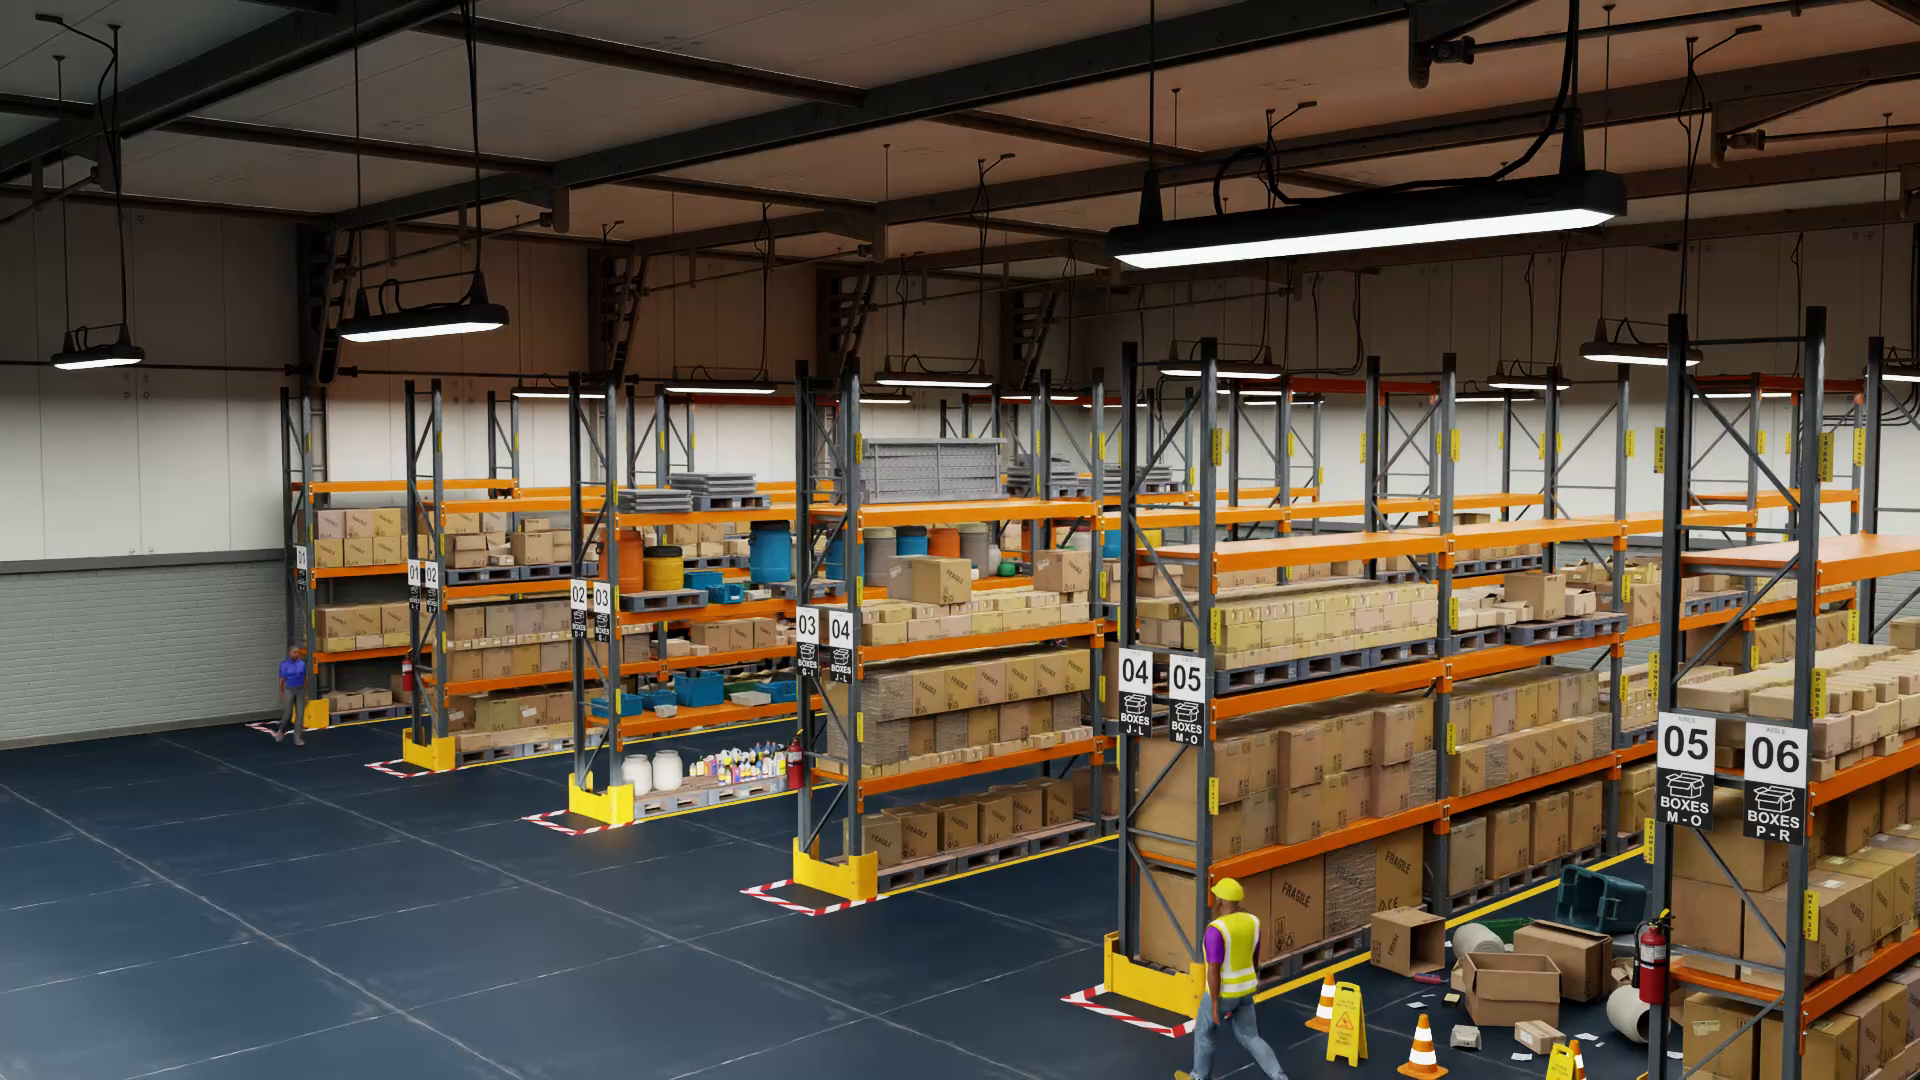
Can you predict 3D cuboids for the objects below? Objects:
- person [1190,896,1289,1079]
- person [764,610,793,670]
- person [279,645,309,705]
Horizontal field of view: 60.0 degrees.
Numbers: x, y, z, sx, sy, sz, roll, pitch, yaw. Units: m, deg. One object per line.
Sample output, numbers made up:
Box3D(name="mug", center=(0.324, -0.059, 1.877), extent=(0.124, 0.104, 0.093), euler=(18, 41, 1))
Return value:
Box3D(name="person", center=(2.149, 3.470, 12.779), extent=(0.572, 1.637, 0.838), euler=(-3, 5, -41))
Box3D(name="person", center=(-3.558, 2.100, 33.166), extent=(0.454, 1.503, 0.839), euler=(2, 4, 32))
Box3D(name="person", center=(-11.030, 2.232, 27.509), extent=(0.292, 0.990, 0.461), euler=(3, 5, 43))
